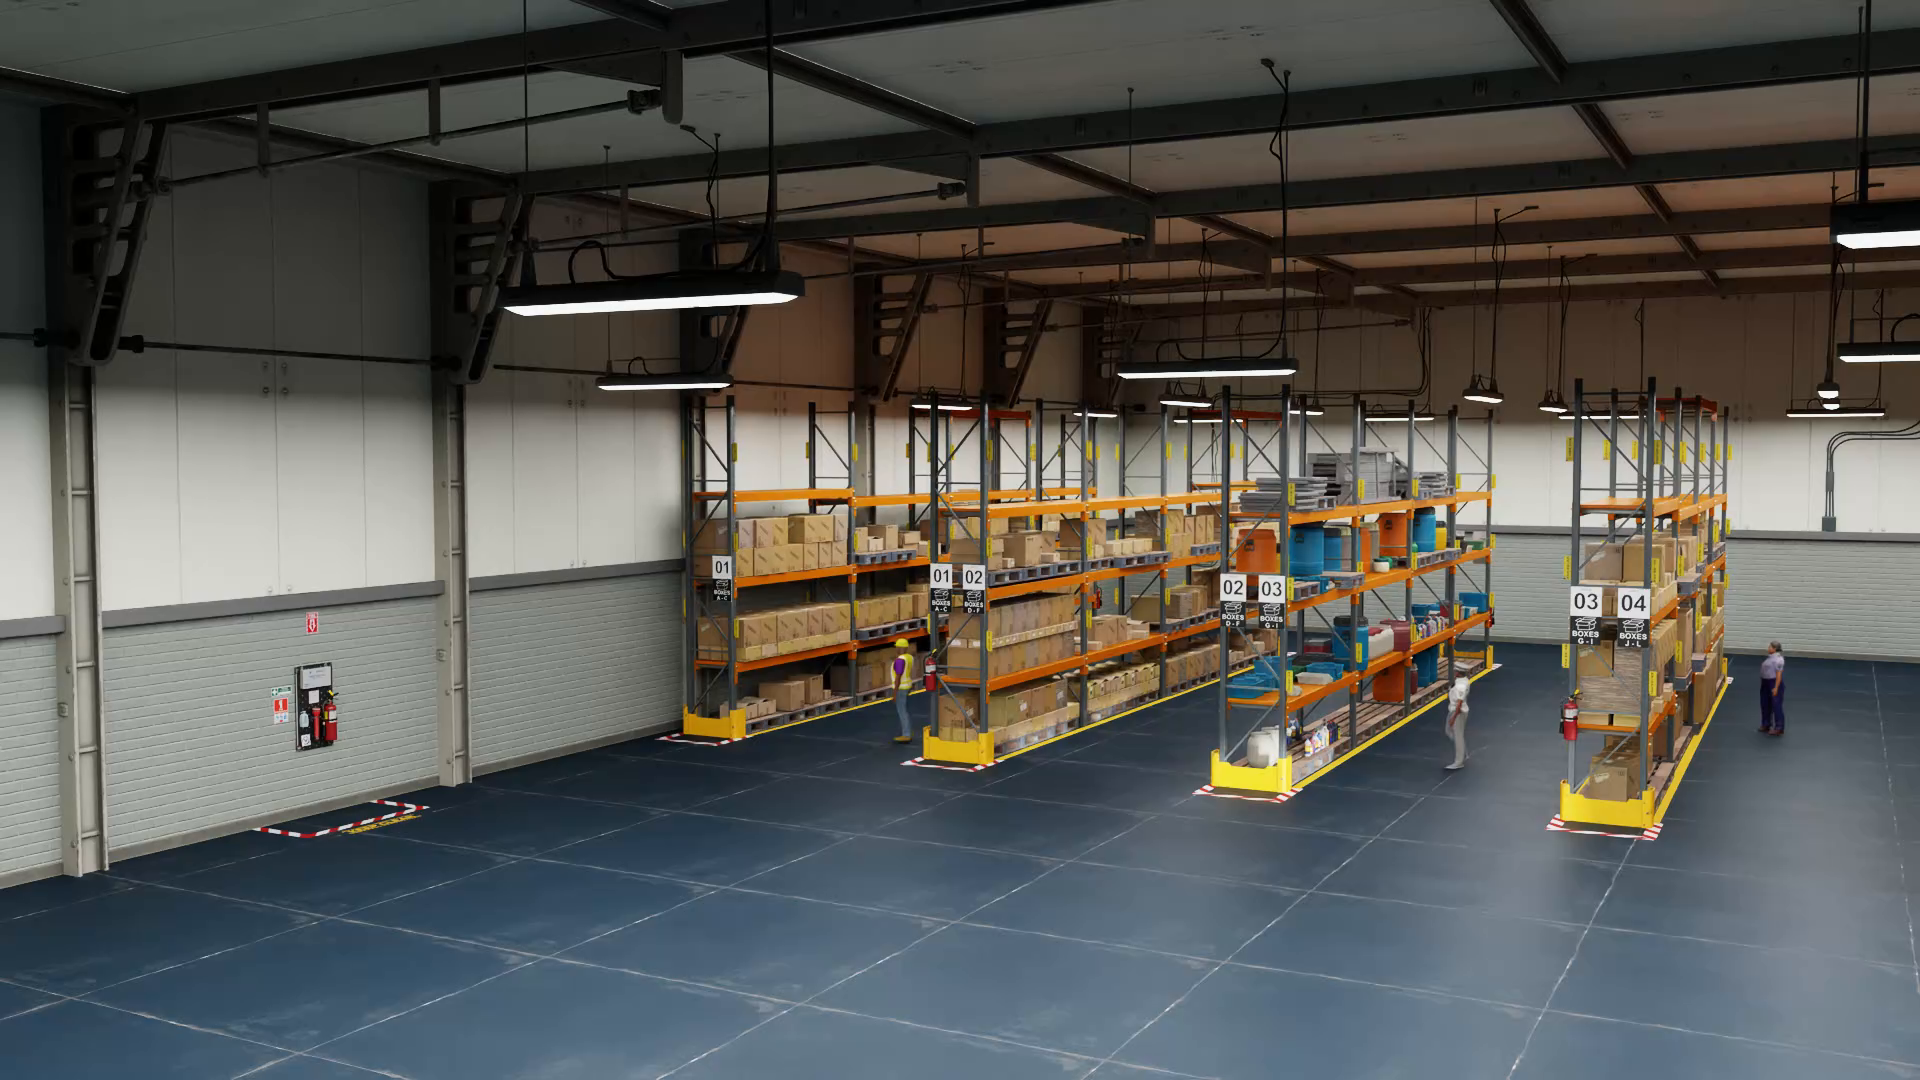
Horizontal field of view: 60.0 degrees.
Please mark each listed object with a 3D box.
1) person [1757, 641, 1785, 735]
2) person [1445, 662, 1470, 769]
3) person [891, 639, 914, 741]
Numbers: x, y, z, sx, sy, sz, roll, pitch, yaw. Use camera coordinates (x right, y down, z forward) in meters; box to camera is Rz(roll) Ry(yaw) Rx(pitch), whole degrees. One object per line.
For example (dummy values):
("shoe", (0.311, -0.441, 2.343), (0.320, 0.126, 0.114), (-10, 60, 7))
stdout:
("person", (14.477, 2.624, 29.664), (0.368, 1.655, 0.514), (-1, 3, -12))
("person", (7.920, 2.777, 26.433), (0.413, 1.693, 0.552), (0, 3, 5))
("person", (-1.001, 2.610, 28.827), (0.370, 1.804, 0.678), (1, 3, 16))
